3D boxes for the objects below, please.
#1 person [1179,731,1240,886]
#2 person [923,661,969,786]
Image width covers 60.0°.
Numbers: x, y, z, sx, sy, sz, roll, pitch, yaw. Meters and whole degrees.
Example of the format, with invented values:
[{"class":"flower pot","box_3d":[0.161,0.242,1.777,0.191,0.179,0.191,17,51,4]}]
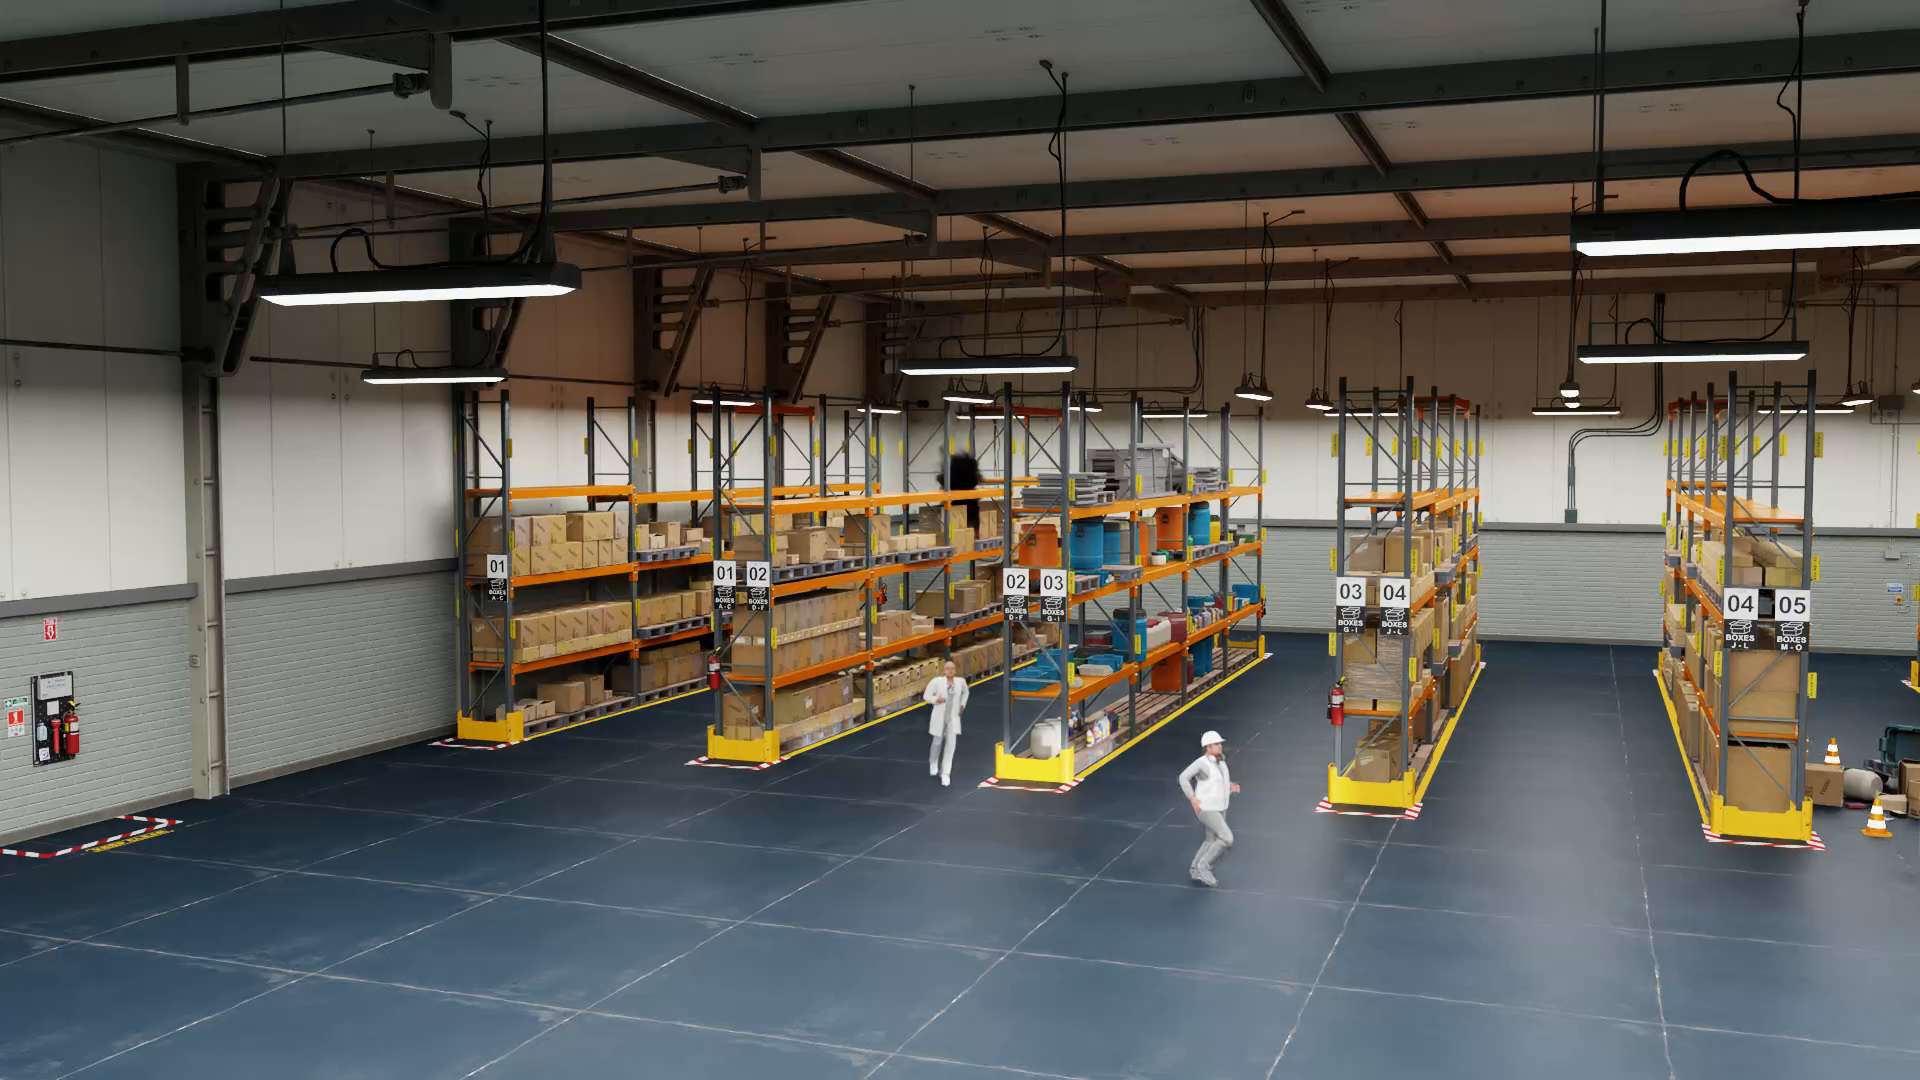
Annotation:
[{"class":"person","box_3d":[2.909,3.068,19.007,0.642,1.749,0.644,2,4,36]},{"class":"person","box_3d":[-0.199,2.830,25.085,0.714,1.617,0.950,0,3,-7]}]
